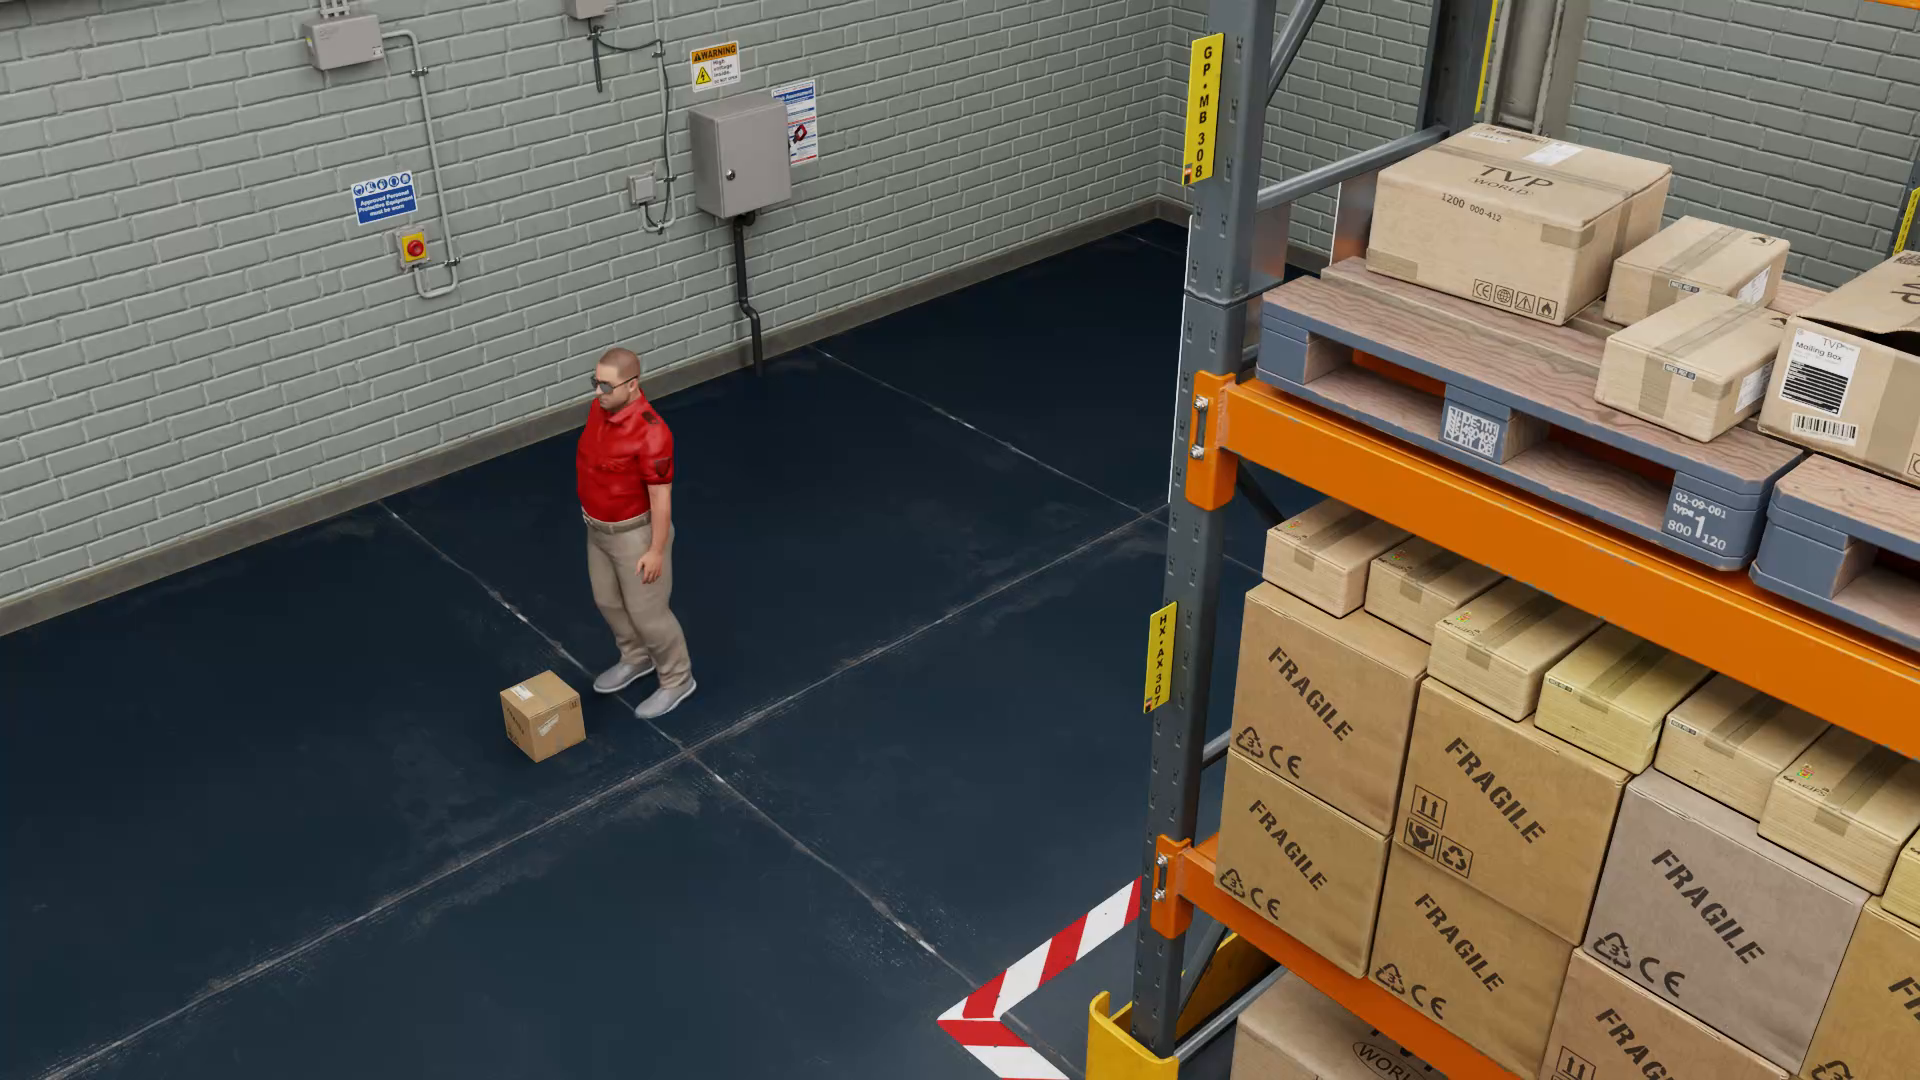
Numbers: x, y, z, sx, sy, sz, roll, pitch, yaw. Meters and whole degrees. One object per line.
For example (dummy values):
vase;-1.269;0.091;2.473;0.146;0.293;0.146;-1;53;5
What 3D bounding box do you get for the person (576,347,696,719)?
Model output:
person;-1.435;-0.019;7.210;0.367;1.738;0.529;-25;40;-35
